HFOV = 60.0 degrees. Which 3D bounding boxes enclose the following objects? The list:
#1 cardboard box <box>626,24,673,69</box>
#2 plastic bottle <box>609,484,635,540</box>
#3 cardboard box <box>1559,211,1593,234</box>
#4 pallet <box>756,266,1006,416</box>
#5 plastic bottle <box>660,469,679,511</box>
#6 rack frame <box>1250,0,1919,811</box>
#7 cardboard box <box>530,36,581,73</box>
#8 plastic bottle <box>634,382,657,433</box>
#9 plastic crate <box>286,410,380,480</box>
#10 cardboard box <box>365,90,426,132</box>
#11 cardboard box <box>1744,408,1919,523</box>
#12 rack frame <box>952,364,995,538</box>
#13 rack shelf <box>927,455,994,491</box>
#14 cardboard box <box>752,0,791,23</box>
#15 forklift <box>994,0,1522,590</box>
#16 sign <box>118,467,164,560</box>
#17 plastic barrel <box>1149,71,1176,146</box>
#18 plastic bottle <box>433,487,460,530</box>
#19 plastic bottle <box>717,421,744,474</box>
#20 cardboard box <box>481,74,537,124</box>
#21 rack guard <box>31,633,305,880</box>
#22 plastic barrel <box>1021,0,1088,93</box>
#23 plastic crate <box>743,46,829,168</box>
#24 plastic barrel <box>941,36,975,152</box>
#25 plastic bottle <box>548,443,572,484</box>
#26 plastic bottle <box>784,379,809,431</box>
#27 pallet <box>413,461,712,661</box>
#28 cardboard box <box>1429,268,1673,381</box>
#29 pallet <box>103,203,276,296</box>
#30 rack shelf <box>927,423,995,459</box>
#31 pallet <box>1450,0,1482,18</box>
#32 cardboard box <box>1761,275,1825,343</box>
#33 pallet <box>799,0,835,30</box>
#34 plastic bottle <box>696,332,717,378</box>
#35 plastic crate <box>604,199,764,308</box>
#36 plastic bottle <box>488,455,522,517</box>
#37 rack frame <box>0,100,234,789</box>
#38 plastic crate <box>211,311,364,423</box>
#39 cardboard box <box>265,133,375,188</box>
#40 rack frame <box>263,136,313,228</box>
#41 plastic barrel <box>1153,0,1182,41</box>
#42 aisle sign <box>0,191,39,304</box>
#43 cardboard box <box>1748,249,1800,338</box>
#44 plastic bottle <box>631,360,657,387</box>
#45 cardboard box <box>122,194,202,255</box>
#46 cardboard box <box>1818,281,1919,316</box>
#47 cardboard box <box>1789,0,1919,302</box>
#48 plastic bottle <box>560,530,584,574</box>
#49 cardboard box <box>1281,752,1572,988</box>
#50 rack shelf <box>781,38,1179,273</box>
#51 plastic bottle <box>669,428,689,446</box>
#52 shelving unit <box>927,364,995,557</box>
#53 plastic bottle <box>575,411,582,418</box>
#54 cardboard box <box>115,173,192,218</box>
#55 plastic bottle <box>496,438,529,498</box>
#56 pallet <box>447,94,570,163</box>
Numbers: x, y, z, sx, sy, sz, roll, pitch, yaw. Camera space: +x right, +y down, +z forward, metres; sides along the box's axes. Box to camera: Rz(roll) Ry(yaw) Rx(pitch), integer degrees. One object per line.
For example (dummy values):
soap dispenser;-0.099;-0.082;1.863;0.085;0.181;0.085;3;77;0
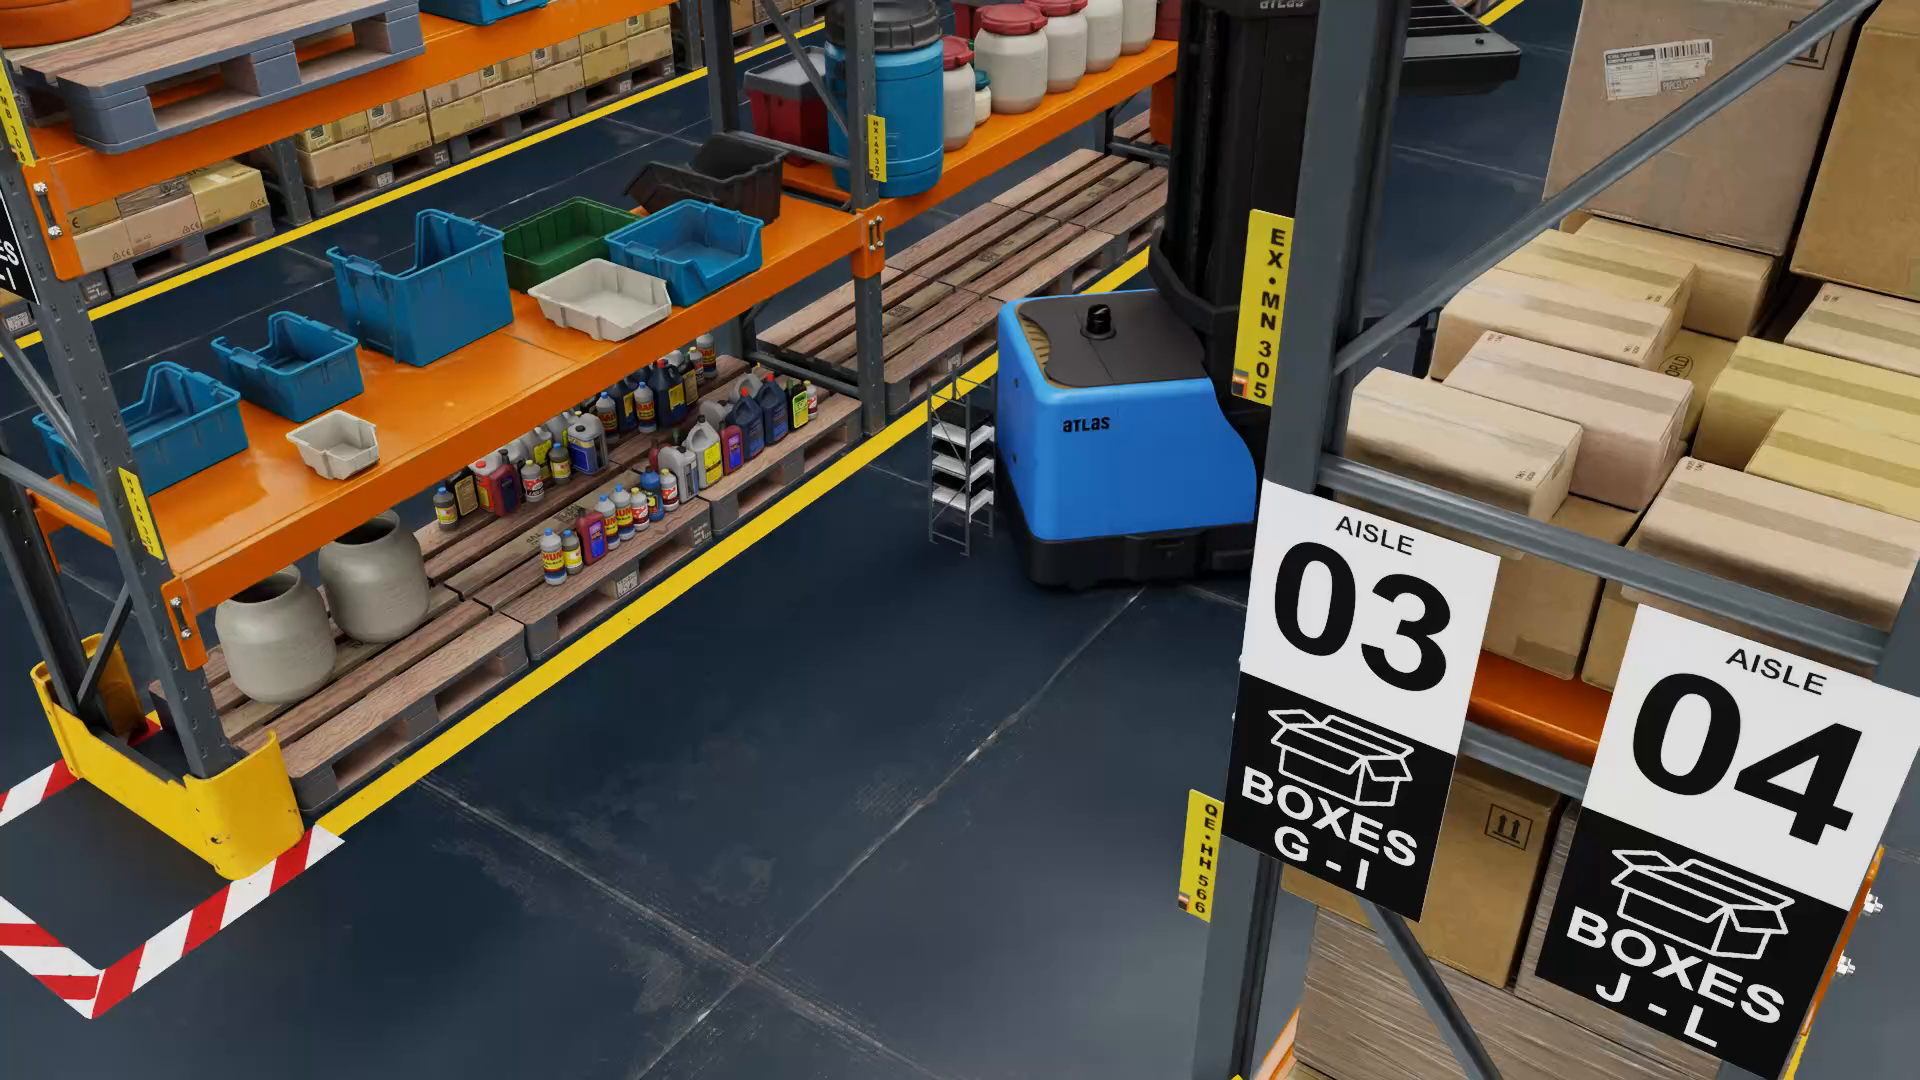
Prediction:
cardboard box;-2.739;-4.128;13.756;0.500;0.250;0.500;22;40;29
plastic bottle;-1.591;-0.138;7.820;0.097;0.271;0.097;0;34;0
cardboard box;1.585;-0.735;3.760;0.380;0.149;0.250;19;39;26
pallet;-0.437;-1.207;9.847;1.003;0.211;1.213;21;39;28
plastic bottle;-1.417;-0.250;8.047;0.097;0.201;0.097;0;34;0
rack frame;0.935;-1.051;1.771;1.000;3.000;0.127;21;39;28
cardboard box;-3.317;-3.888;12.901;0.500;0.311;0.500;21;39;28
plastic bottle;-1.637;-0.696;8.645;0.097;0.271;0.097;0;34;0
plastic crate;-2.359;-0.348;6.322;0.298;0.136;0.250;21;39;28
cardboard box;-4.190;-3.179;11.852;0.500;0.311;0.500;21;39;28
cardboard box;1.510;-0.052;2.750;0.380;0.149;0.250;22;40;29
rack frame;0.063;-0.423;8.073;0.240;0.900;0.006;21;39;28
rack shelf;0.005;-0.349;8.022;0.258;0.077;0.200;21;39;28
cardboard box;-1.851;-4.921;14.688;0.500;0.500;0.500;20;39;27
forklift;1.739;-1.368;7.656;3.031;2.935;1.130;-6;34;-8
sign;-2.684;-0.085;5.450;0.100;0.325;0.005;21;39;28
plastic barrel;1.693;-3.335;12.066;0.600;0.830;0.708;21;39;28
plastic bottle;-2.446;-0.156;7.908;0.097;0.201;0.097;0;34;0
plastic bottle;-1.151;-0.480;8.315;0.061;0.283;0.133;24;41;31
cardboard box;-3.610;-3.422;12.712;0.500;0.250;0.500;22;40;29
rack guard;-3.129;0.838;6.565;1.175;0.500;0.348;21;39;28
plastic barrel;0.538;-2.952;9.816;0.433;0.535;0.433;0;34;0
plastic crate;-0.828;-2.336;8.969;0.402;0.464;0.583;21;39;28
plastic barrel;-0.127;-2.415;9.022;0.433;0.535;0.433;0;34;0
plastic bottle;-1.986;-0.386;8.249;0.097;0.201;0.097;0;34;0
plastic bottle;-0.856;-0.719;8.667;0.061;0.283;0.133;23;41;30
pallet;-1.965;0.026;8.023;1.003;0.211;1.213;21;39;28
cardboard box;1.148;-0.382;3.237;0.380;0.149;0.250;19;39;26
pallet;-5.408;-2.065;11.115;1.003;0.211;1.213;21;39;28
rack shelf;0.005;-0.498;7.921;0.258;0.077;0.200;21;39;28
pallet;4.096;-4.866;15.257;1.003;0.211;1.213;21;39;28
cardboard box;1.997;-0.351;3.548;0.500;0.250;0.500;21;39;28
pallet;-1.486;-5.149;15.675;1.003;0.211;1.213;21;39;28
plastic bottle;-1.395;-1.034;9.144;0.097;0.271;0.097;0;34;0
plastic crate;-1.261;-1.331;7.673;0.499;0.251;0.616;21;39;28
plastic bottle;-2.192;-0.263;7.994;0.061;0.283;0.133;21;39;28
rack frame;-3.133;-0.148;5.791;1.000;3.000;0.127;21;39;28
plastic crate;-2.719;-0.709;6.754;0.499;0.251;0.408;21;39;28
cardboard box;-4.486;-2.714;11.665;0.500;0.250;0.500;20;39;27
rack frame;-4.920;-3.572;10.855;1.000;3.000;0.127;21;39;28
plastic barrel;1.412;-3.575;10.738;0.600;0.536;0.708;21;39;28
aisle sign;-2.934;-1.098;4.875;0.394;0.787;0.004;21;39;28
cardboard box;1.583;-0.513;3.787;0.500;0.250;0.500;22;40;29
plastic bottle;-1.654;-0.834;8.778;0.144;0.351;0.185;22;40;29
cardboard box;-5.298;-2.097;10.753;0.500;0.250;0.500;21;39;28
cardboard box;1.908;-0.421;3.295;0.380;0.149;0.250;21;39;28
cardboard box;2.004;-0.777;3.242;0.500;0.500;0.500;21;39;28
plastic bottle;-1.785;0.047;7.608;0.097;0.201;0.097;0;34;0
cardboard box;1.046;0.523;3.551;0.500;0.500;0.500;21;39;28
rack shelf;0.288;-2.611;10.075;1.077;0.370;4.000;21;39;28
plastic bottle;-1.376;-0.441;8.257;0.061;0.283;0.133;21;39;28
shelving unit;0.005;-0.376;8.003;0.258;0.900;0.210;21;39;28
plastic bottle;-1.942;-0.563;8.510;0.097;0.201;0.097;0;34;0
cardboard box;-5.299;-2.408;10.544;0.500;0.500;0.500;21;39;28
plastic bottle;-2.201;-0.358;8.140;0.152;0.276;0.135;20;39;27
pallet;-3.837;-3.333;12.990;1.003;0.211;1.213;21;39;28
